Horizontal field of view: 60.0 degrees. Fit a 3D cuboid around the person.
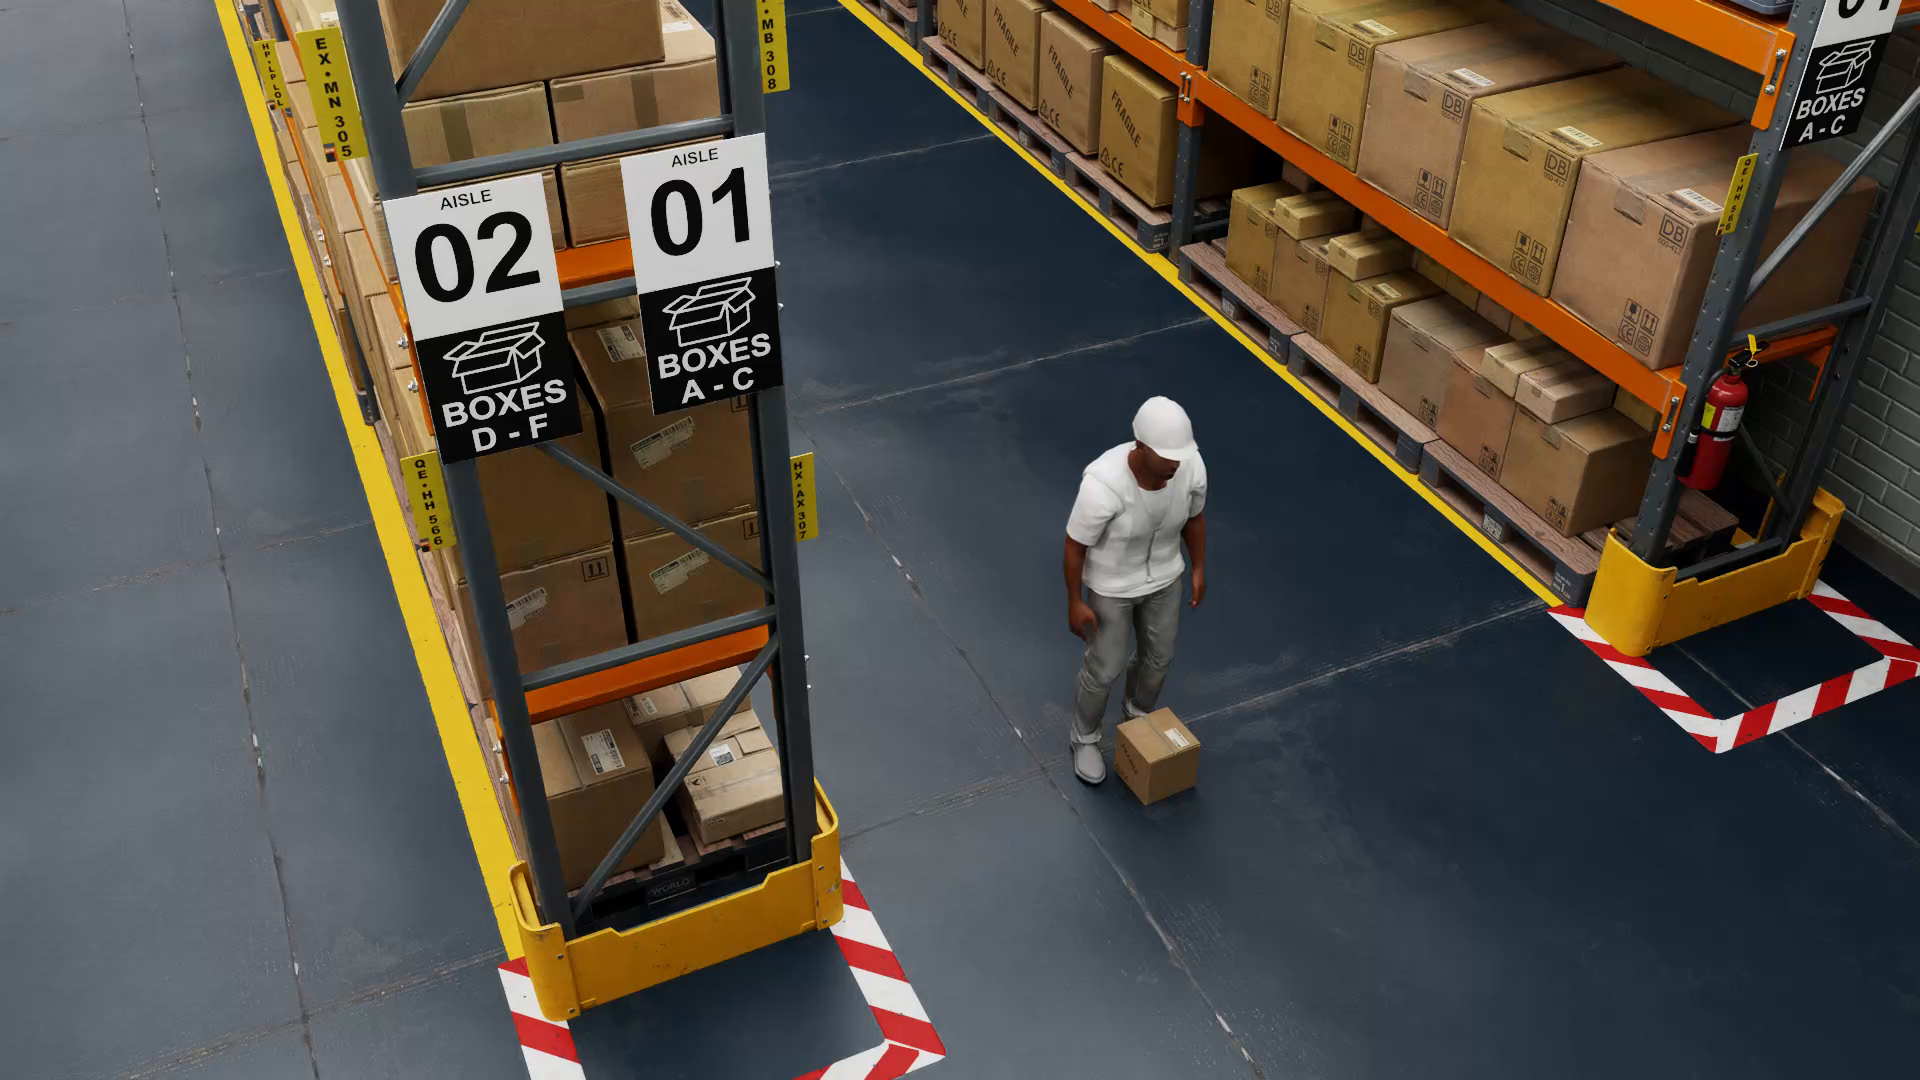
[{"bbox_3d":[0.702,0.175,6.608,0.628,1.761,0.457,-15,40,-19],"label":"person"}]
